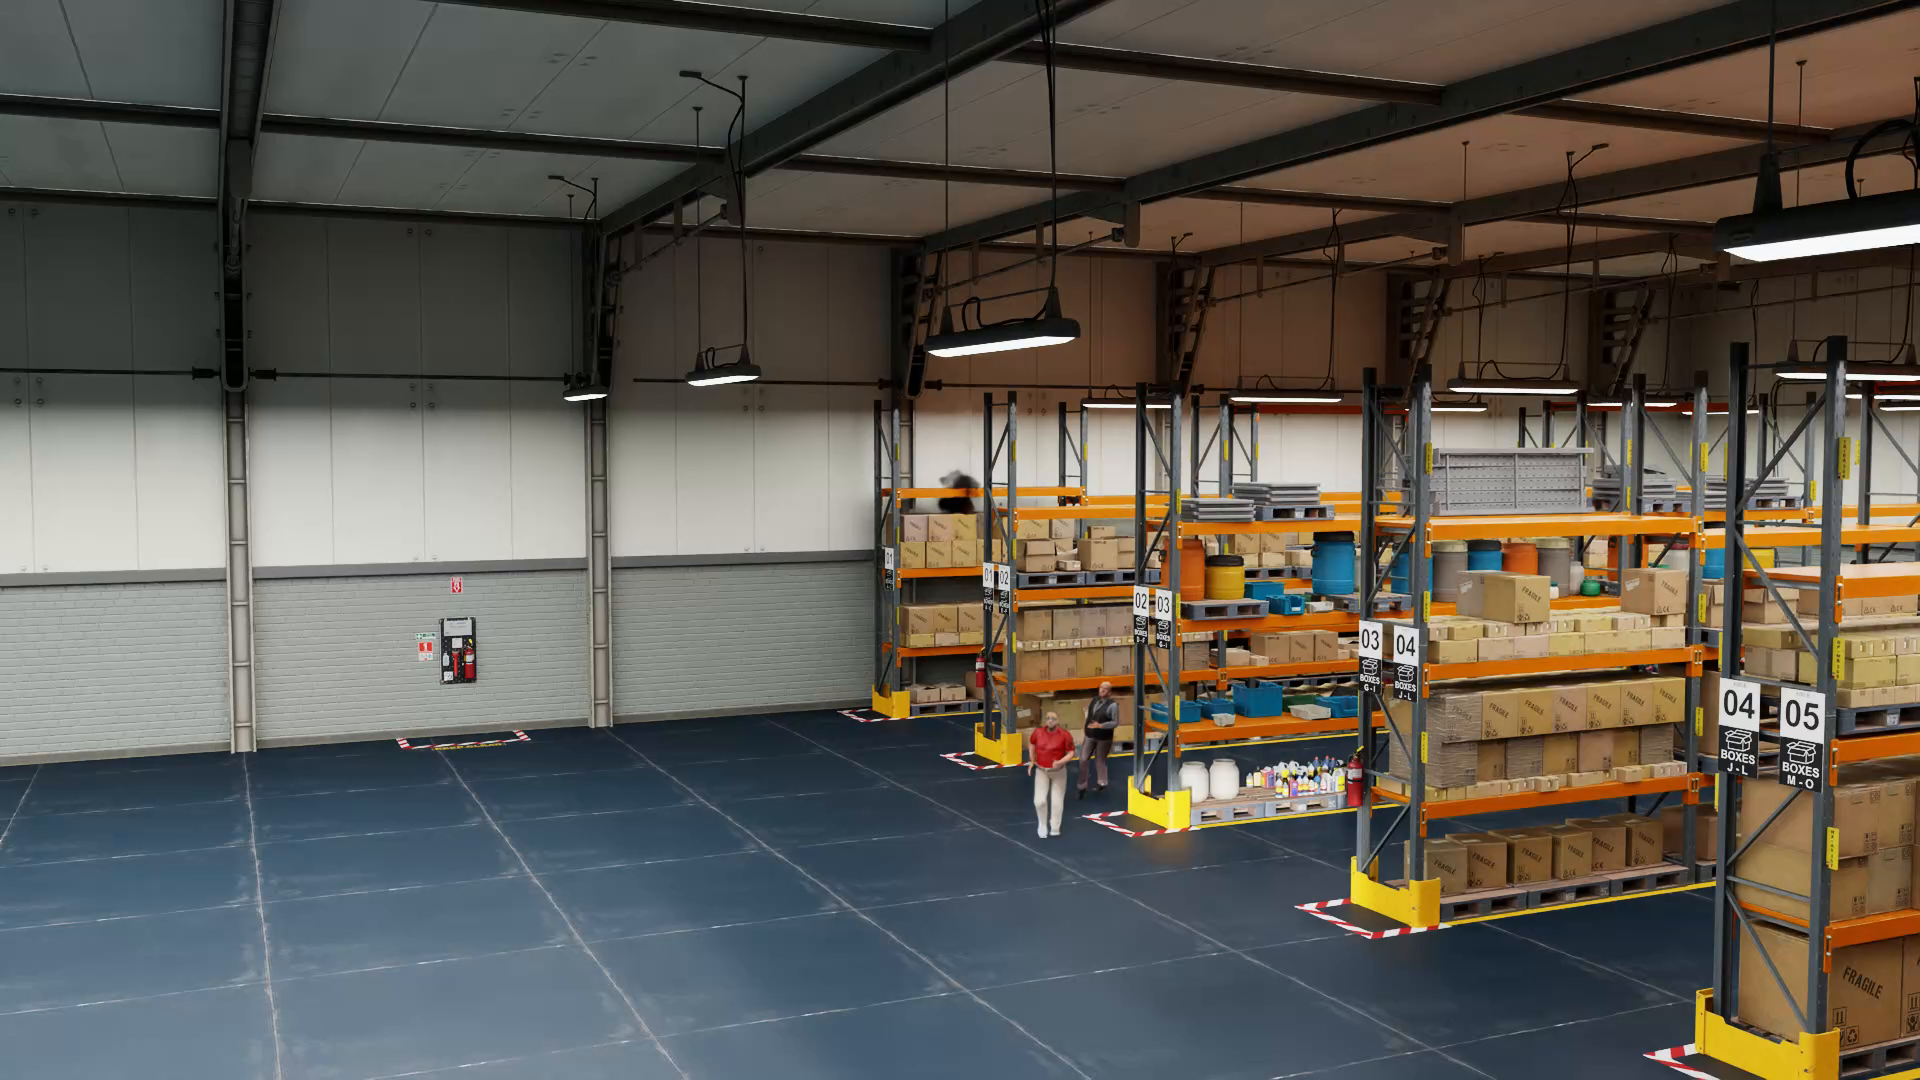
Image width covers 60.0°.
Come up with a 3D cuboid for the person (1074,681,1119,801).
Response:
[{"bbox_3d":[2.064,2.919,24.185,0.642,1.758,0.712,2,4,32],"label":"person"}]

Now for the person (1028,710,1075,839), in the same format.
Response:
[{"bbox_3d":[1.174,3.054,21.613,0.630,1.702,0.754,1,3,10],"label":"person"}]
